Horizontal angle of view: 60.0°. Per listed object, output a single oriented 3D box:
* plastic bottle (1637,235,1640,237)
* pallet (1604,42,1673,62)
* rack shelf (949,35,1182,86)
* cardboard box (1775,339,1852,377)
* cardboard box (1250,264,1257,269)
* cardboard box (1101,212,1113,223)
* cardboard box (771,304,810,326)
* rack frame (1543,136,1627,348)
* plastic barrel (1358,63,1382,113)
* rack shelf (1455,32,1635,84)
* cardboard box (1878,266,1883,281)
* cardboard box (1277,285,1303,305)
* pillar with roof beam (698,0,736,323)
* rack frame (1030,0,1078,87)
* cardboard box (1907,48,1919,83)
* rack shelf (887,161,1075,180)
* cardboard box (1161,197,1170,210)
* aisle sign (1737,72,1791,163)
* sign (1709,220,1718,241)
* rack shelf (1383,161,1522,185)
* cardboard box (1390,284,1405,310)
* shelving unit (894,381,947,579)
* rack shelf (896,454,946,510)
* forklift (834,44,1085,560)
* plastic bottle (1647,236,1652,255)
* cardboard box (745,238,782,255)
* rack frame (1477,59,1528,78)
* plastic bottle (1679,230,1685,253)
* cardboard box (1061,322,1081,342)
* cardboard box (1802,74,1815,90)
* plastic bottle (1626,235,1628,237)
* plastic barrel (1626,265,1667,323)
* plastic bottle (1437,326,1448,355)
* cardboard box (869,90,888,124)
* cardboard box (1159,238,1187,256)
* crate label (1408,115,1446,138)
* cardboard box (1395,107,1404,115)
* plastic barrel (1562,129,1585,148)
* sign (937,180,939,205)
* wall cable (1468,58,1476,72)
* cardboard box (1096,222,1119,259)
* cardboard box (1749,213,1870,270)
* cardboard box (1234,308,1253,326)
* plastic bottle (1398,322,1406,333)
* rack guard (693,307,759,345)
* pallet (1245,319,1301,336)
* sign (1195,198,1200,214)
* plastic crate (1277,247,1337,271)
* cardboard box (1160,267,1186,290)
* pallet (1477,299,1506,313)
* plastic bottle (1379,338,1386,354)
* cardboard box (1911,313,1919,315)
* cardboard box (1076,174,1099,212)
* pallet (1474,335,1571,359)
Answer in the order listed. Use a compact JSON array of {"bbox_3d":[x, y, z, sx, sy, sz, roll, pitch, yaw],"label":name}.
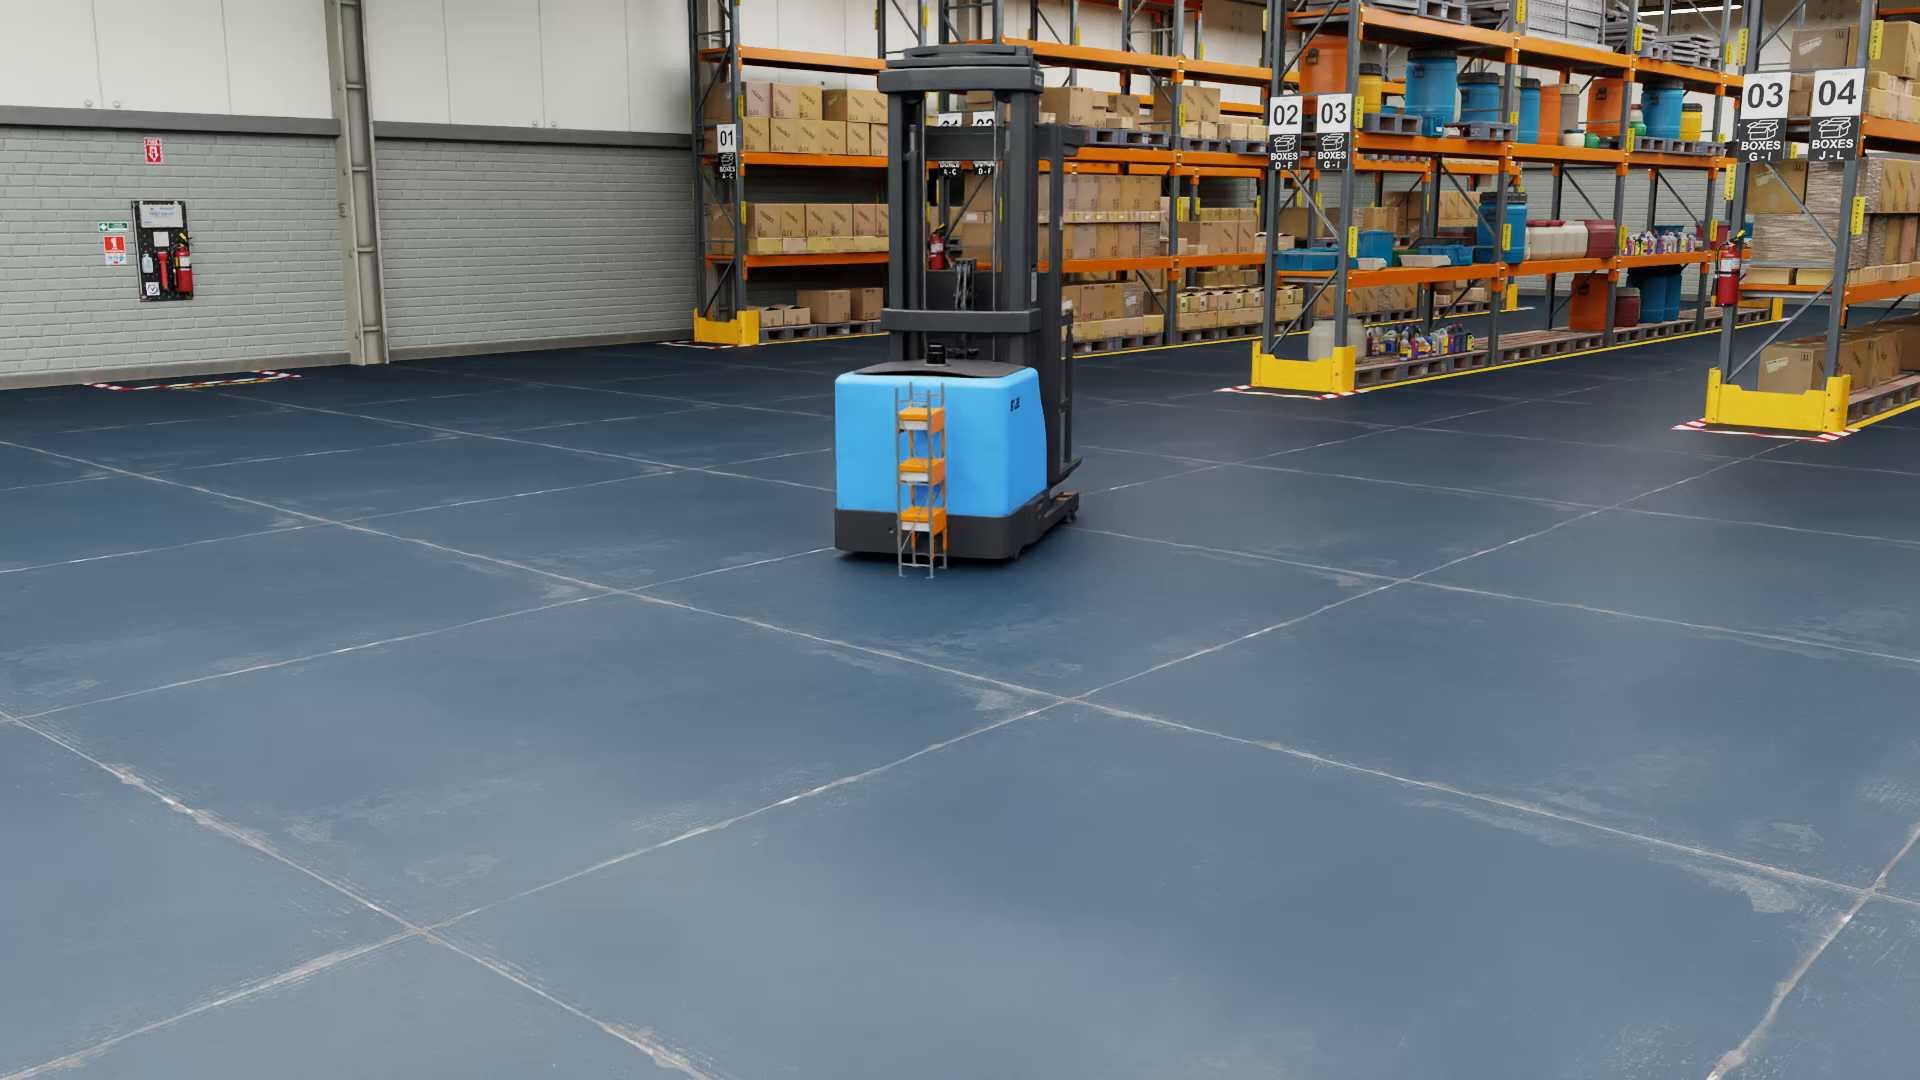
[{"bbox_3d":[10.940,-4.804,26.922,0.152,0.276,0.135,10,15,40],"label":"plastic bottle"},{"bbox_3d":[9.632,-7.104,24.308,1.213,0.211,1.003,10,15,40],"label":"pallet"},{"bbox_3d":[1.454,-6.500,22.638,1.077,0.370,4.000,10,15,40],"label":"rack shelf"},{"bbox_3d":[8.366,-1.694,16.343,0.500,0.500,0.500,-7,13,-33],"label":"cardboard box"},{"bbox_3d":[6.469,-5.909,35.791,0.380,0.149,0.250,10,15,42],"label":"cardboard box"},{"bbox_3d":[1.916,-4.514,23.243,0.380,0.149,0.250,10,15,42],"label":"cardboard box"},{"bbox_3d":[-2.689,-3.524,25.939,0.500,0.311,0.500,-11,15,-43],"label":"cardboard box"},{"bbox_3d":[9.133,-4.349,24.327,1.000,3.000,0.127,10,15,40],"label":"rack frame"},{"bbox_3d":[4.509,-5.125,19.003,0.600,0.588,0.600,0,11,0],"label":"plastic barrel"},{"bbox_3d":[7.813,-6.448,22.376,1.077,0.370,4.000,10,15,40],"label":"rack shelf"},{"bbox_3d":[8.760,-2.604,16.233,0.380,0.149,0.250,10,15,40],"label":"cardboard box"},{"bbox_3d":[5.254,-4.014,27.164,0.500,0.311,0.500,10,15,42],"label":"cardboard box"},{"bbox_3d":[-0.544,-7.053,22.548,9.100,9.000,0.400,10,15,40],"label":"pillar with roof beam"},{"bbox_3d":[1.691,-8.572,30.152,1.000,3.000,0.127,10,15,40],"label":"rack frame"},{"bbox_3d":[10.107,-4.932,17.296,0.500,0.500,0.500,9,15,39],"label":"cardboard box"},{"bbox_3d":[0.371,-6.454,29.043,1.077,0.370,4.000,10,15,40],"label":"rack shelf"},{"bbox_3d":[3.871,-6.615,32.692,0.500,0.250,0.500,10,15,42],"label":"cardboard box"},{"bbox_3d":[7.306,-3.836,15.122,0.394,0.787,0.004,10,15,40],"label":"aisle sign"},{"bbox_3d":[12.185,-5.002,26.889,0.100,0.325,0.005,10,15,40],"label":"sign"},{"bbox_3d":[9.375,-6.991,31.732,1.077,0.370,4.000,10,15,40],"label":"rack shelf"},{"bbox_3d":[7.612,-4.387,29.777,0.500,0.500,0.500,10,15,41],"label":"cardboard box"},{"bbox_3d":[-0.213,-0.331,9.162,0.215,1.050,0.252,3,14,17],"label":"shelving unit"},{"bbox_3d":[-0.213,-0.321,9.165,0.215,0.259,0.240,3,14,17],"label":"rack shelf"},{"bbox_3d":[0.161,-1.568,10.580,1.130,2.935,3.031,3,12,15],"label":"forklift"},{"bbox_3d":[10.458,-4.478,25.269,0.061,0.283,0.133,10,15,40],"label":"plastic bottle"},{"bbox_3d":[-3.029,-4.420,25.014,0.500,0.250,0.500,9,15,39],"label":"cardboard box"},{"bbox_3d":[10.695,-9.109,32.841,1.000,3.000,0.127,10,15,40],"label":"rack frame"},{"bbox_3d":[11.412,-4.736,26.389,0.144,0.351,0.185,10,15,40],"label":"plastic bottle"},{"bbox_3d":[1.312,-2.868,22.861,0.500,0.250,0.500,10,15,40],"label":"cardboard box"},{"bbox_3d":[7.781,-4.229,15.432,0.380,0.149,0.250,9,14,39],"label":"cardboard box"},{"bbox_3d":[10.570,-4.722,26.509,0.152,0.276,0.135,10,15,40],"label":"plastic bottle"},{"bbox_3d":[10.934,-3.932,26.526,0.600,0.901,0.708,10,15,40],"label":"plastic barrel"},{"bbox_3d":[5.944,-2.469,20.557,0.144,0.351,0.185,10,15,40],"label":"plastic bottle"},{"bbox_3d":[-1.432,-6.870,26.433,0.500,0.500,0.500,11,16,43],"label":"cardboard box"},{"bbox_3d":[3.066,-4.406,24.995,0.500,0.250,0.500,11,16,44],"label":"cardboard box"},{"bbox_3d":[5.336,-4.803,19.320,0.502,0.251,0.408,10,15,40],"label":"crate label"},{"bbox_3d":[8.347,-7.665,30.464,0.700,0.500,0.500,10,15,40],"label":"cardboard box"},{"bbox_3d":[8.469,-5.535,22.959,0.301,0.262,0.301,0,11,0],"label":"plastic barrel"},{"bbox_3d":[-0.265,-4.569,21.868,0.100,0.325,0.005,10,15,40],"label":"sign"},{"bbox_3d":[13.006,-11.139,38.039,3.097,2.526,0.112,10,15,40],"label":"wall cable"},{"bbox_3d":[1.809,-4.233,23.489,0.700,0.500,0.500,10,15,41],"label":"cardboard box"},{"bbox_3d":[7.956,-2.804,15.576,0.875,0.500,0.500,10,15,40],"label":"cardboard box"},{"bbox_3d":[4.241,-3.513,26.088,0.500,0.250,0.500,10,15,41],"label":"cardboard box"},{"bbox_3d":[5.648,-2.612,21.271,0.144,0.351,0.185,10,15,42],"label":"plastic bottle"},{"bbox_3d":[-3.540,-3.238,25.148,1.175,0.500,0.348,10,15,40],"label":"rack guard"},{"bbox_3d":[4.842,-3.506,27.228,1.003,0.211,1.213,10,15,40],"label":"pallet"},{"bbox_3d":[4.746,-6.679,33.237,0.100,0.325,0.005,10,15,40],"label":"sign"},{"bbox_3d":[3.958,-3.211,19.011,0.499,0.251,0.616,10,15,40],"label":"plastic crate"},{"bbox_3d":[4.000,-5.258,33.293,0.750,0.750,0.750,10,15,41],"label":"cardboard box"},{"bbox_3d":[10.120,-4.671,33.058,1.003,0.211,1.213,10,15,40],"label":"pallet"},{"bbox_3d":[5.240,-2.412,20.650,0.097,0.201,0.097,0,11,0],"label":"plastic bottle"},{"bbox_3d":[12.070,-2.514,20.399,0.700,0.500,0.500,8,14,36],"label":"cardboard box"},{"bbox_3d":[1.492,-4.799,23.013,0.700,0.500,0.500,10,15,40],"label":"cardboard box"},{"bbox_3d":[7.787,-2.694,23.160,1.003,0.211,1.213,10,15,40],"label":"pallet"}]
